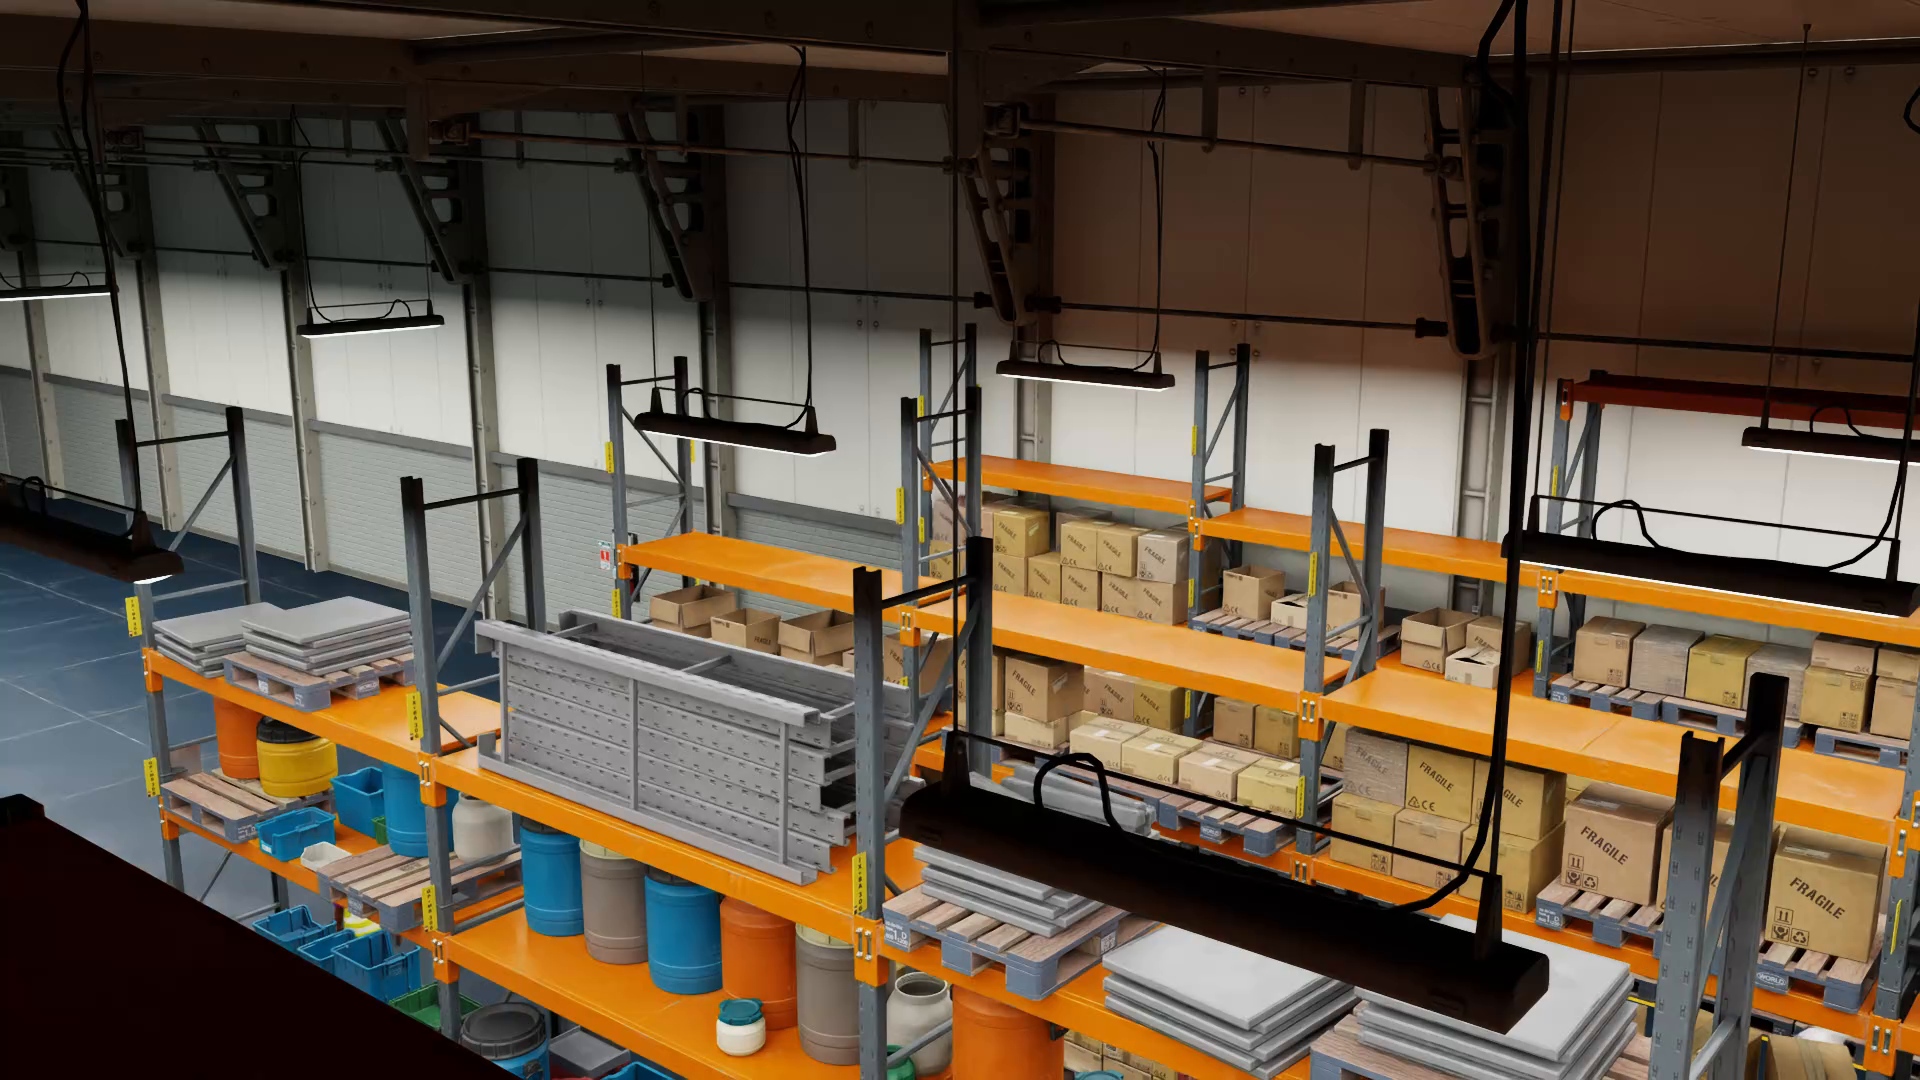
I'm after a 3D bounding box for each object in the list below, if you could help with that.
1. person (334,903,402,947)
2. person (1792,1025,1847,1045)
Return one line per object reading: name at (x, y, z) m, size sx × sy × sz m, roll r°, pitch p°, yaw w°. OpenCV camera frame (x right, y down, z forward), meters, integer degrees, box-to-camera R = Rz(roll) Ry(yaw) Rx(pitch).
person at (-5.764, 3.704, 16.113) m, size 0.563 × 1.644 × 1.067 m, roll -10°, pitch 16°, yaw -38°
person at (6.620, 4.342, 13.104) m, size 0.627 × 1.655 × 1.117 m, roll -8°, pitch 15°, yaw -31°
